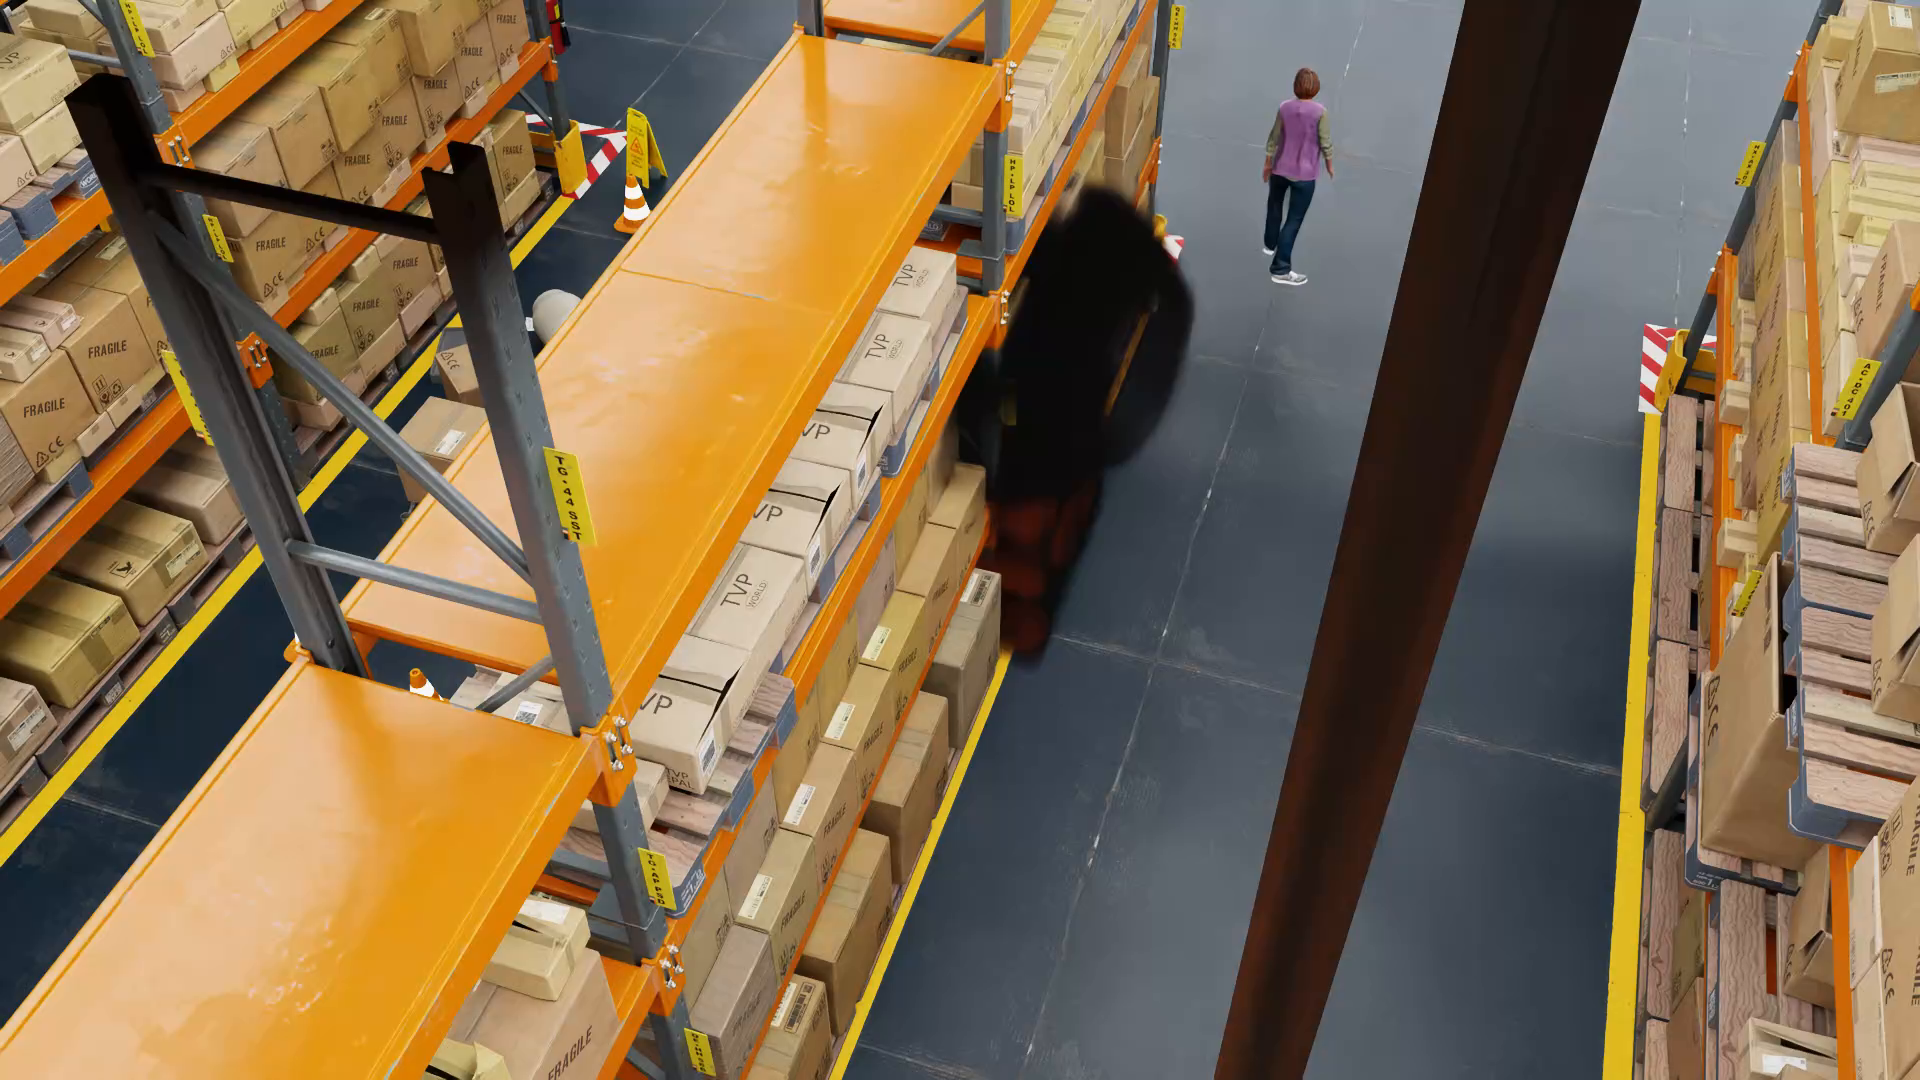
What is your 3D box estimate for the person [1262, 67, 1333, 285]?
[{"bbox_3d":[2.467,-2.662,12.247,0.558,1.582,0.605,24,50,21],"label":"person"}]
